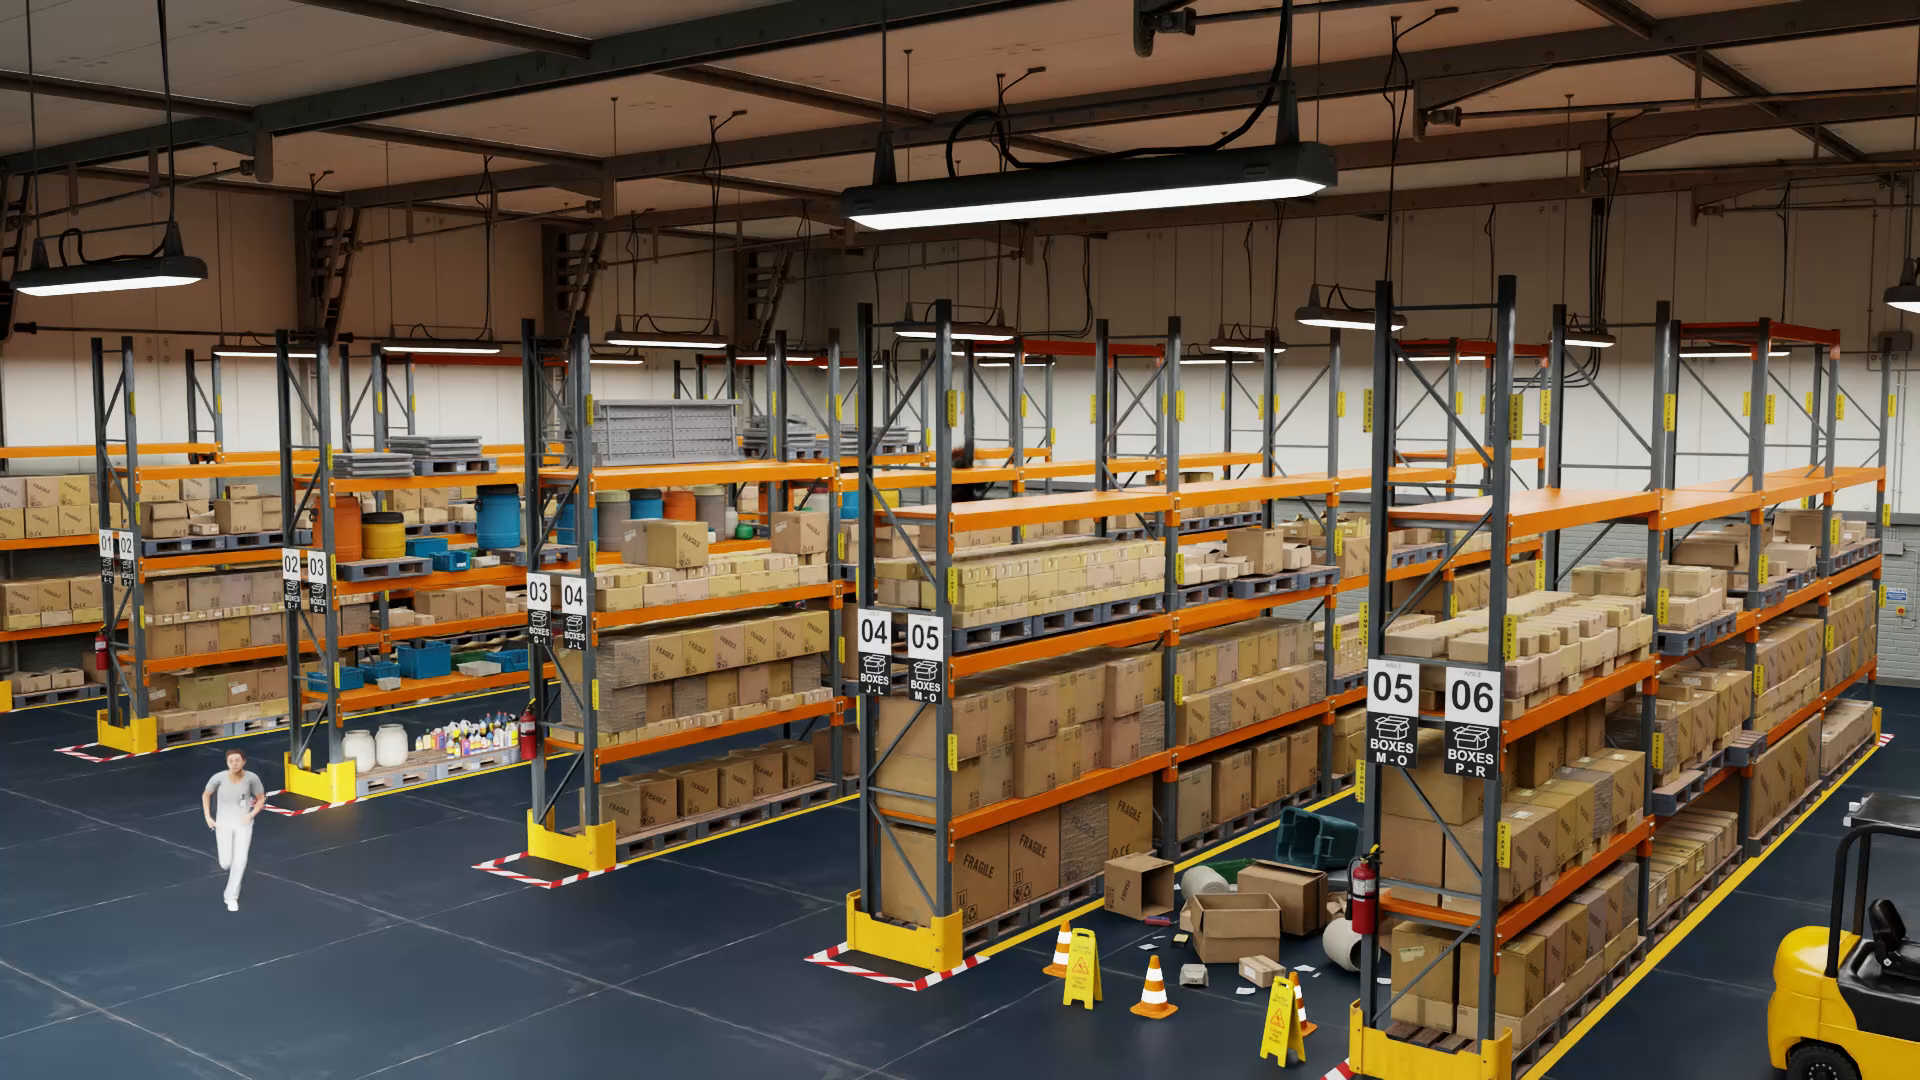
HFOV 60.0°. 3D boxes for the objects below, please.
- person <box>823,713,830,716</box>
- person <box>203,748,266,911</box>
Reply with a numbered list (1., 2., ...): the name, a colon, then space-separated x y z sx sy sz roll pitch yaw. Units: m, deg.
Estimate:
1. person: -1.946 1.796 25.564 0.688 1.742 0.740 2 5 19
2. person: -7.390 2.905 16.965 0.589 1.629 0.688 -2 5 -19
